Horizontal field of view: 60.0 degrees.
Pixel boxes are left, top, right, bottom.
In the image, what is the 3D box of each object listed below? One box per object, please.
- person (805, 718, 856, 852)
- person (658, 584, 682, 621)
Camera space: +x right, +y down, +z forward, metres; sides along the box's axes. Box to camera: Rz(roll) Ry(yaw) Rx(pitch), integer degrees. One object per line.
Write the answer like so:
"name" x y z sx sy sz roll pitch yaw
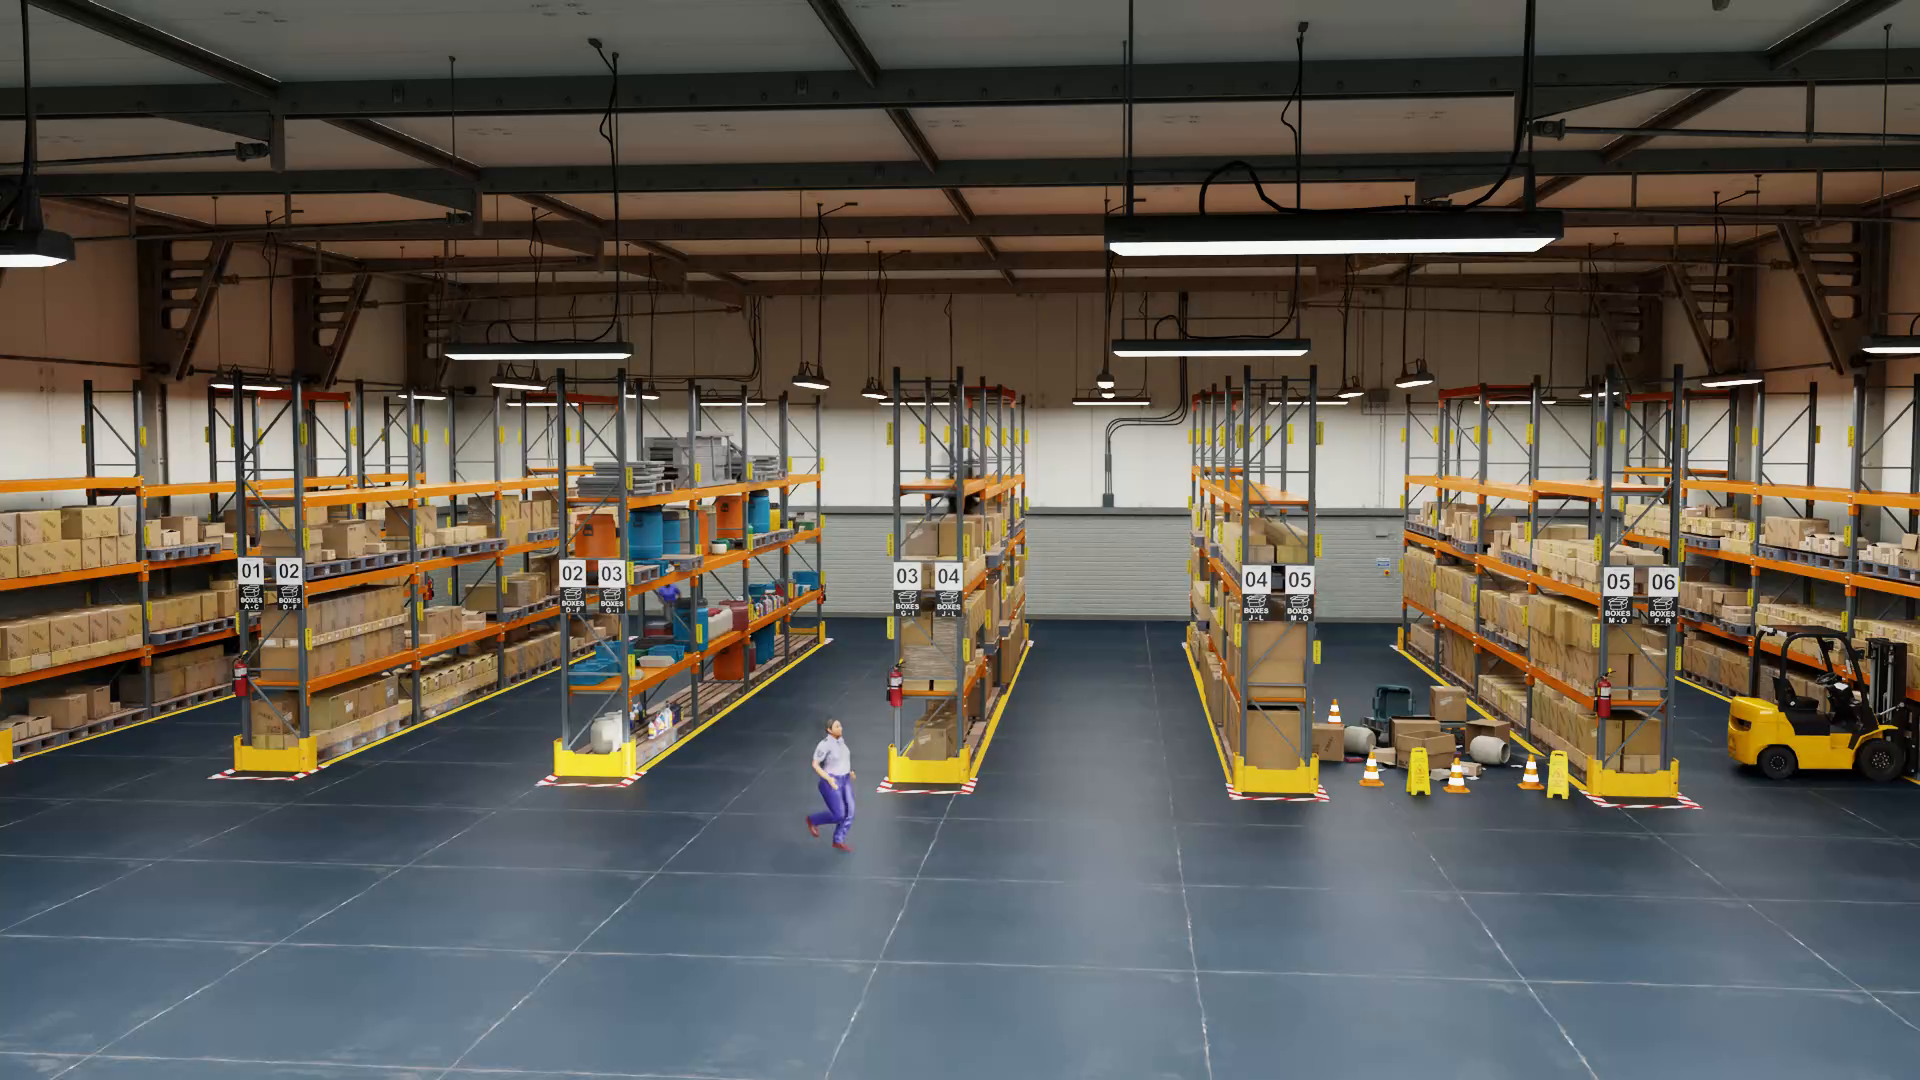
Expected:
"person" -1.559 2.959 20.197 0.596 1.611 0.607 2 4 31
"person" -7.065 1.684 40.514 0.570 1.597 0.562 -1 4 -8
